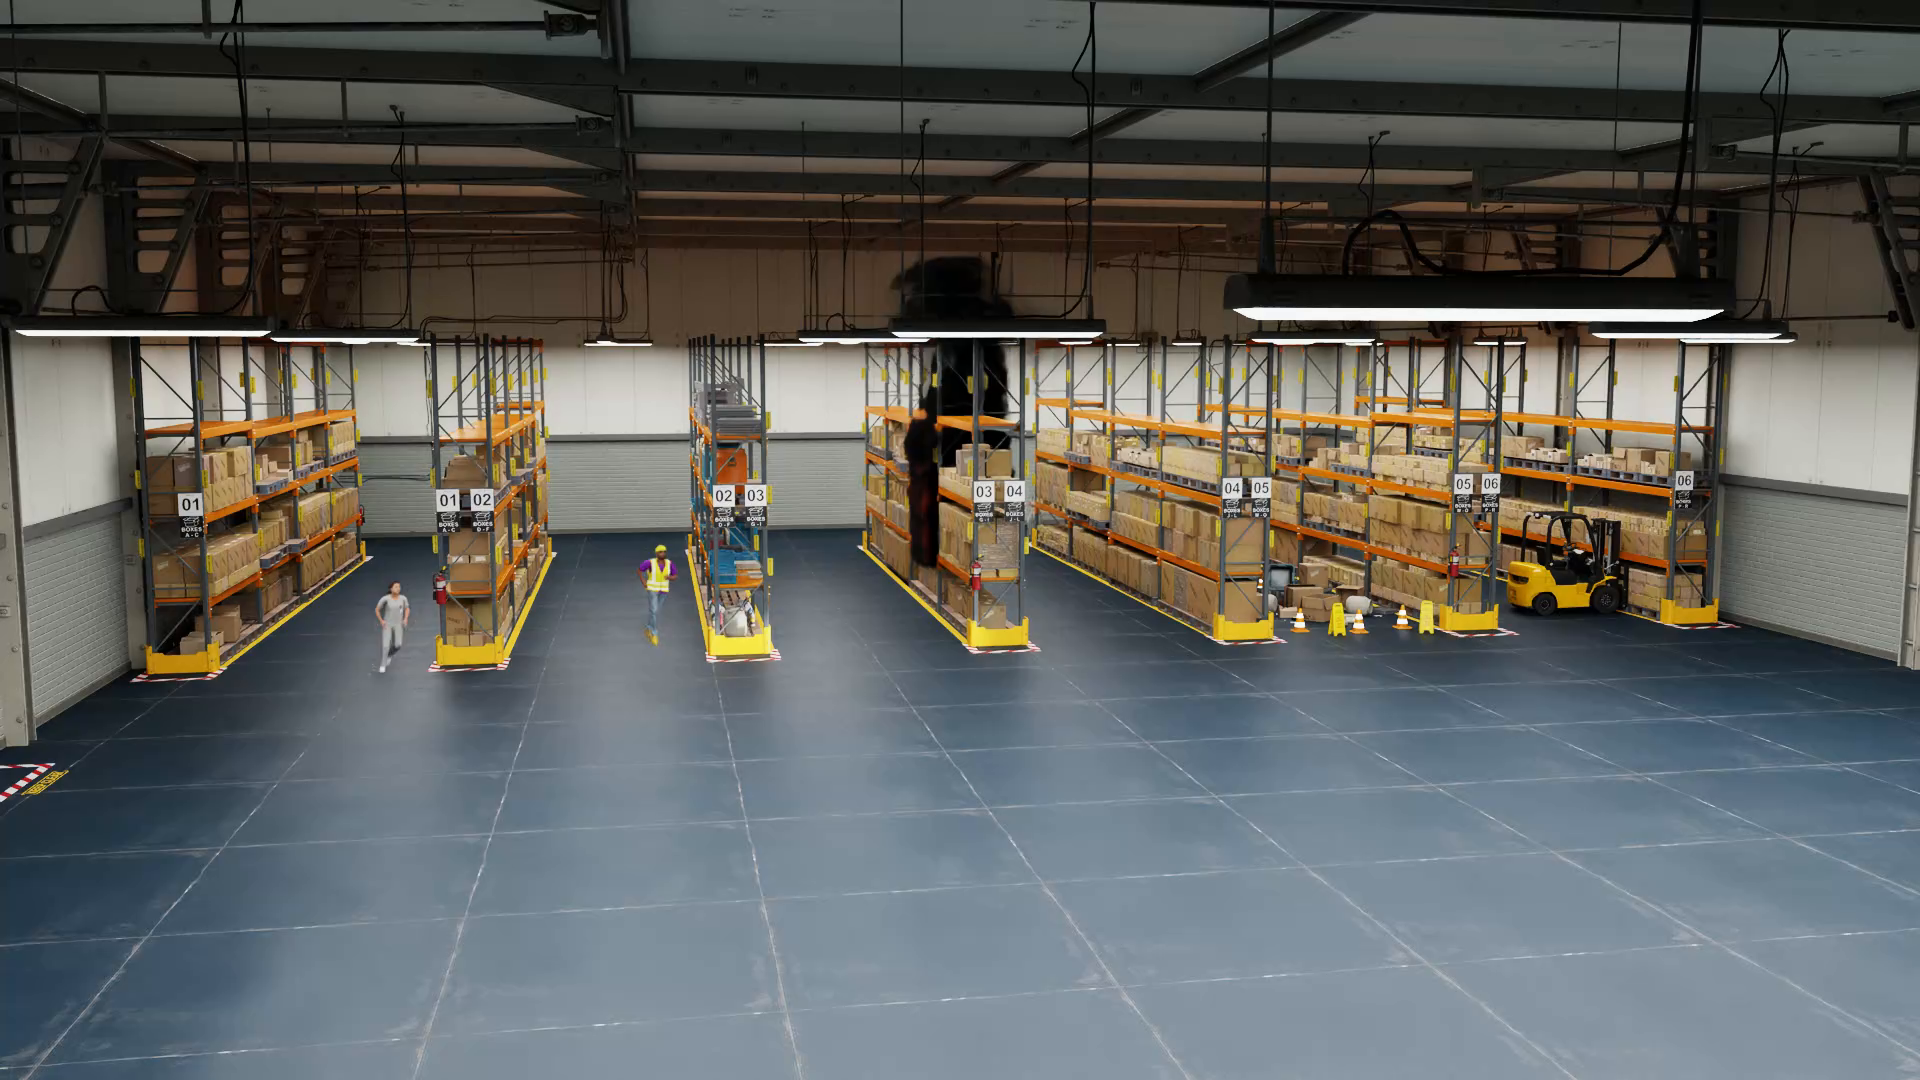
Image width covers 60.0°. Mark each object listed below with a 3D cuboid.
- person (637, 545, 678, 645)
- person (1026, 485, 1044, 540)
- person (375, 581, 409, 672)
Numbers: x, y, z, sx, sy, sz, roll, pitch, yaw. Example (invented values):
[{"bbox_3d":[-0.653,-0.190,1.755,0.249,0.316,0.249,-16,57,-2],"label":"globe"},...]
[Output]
[{"bbox_3d":[-5.655,0.999,31.274,0.699,1.834,0.733,-5,8,-35],"label":"person"},{"bbox_3d":[2.358,-0.809,49.904,0.713,1.785,0.808,-1,7,-12],"label":"person"},{"bbox_3d":[-10.122,1.534,29.711,0.602,1.617,0.527,-4,8,-32],"label":"person"}]
